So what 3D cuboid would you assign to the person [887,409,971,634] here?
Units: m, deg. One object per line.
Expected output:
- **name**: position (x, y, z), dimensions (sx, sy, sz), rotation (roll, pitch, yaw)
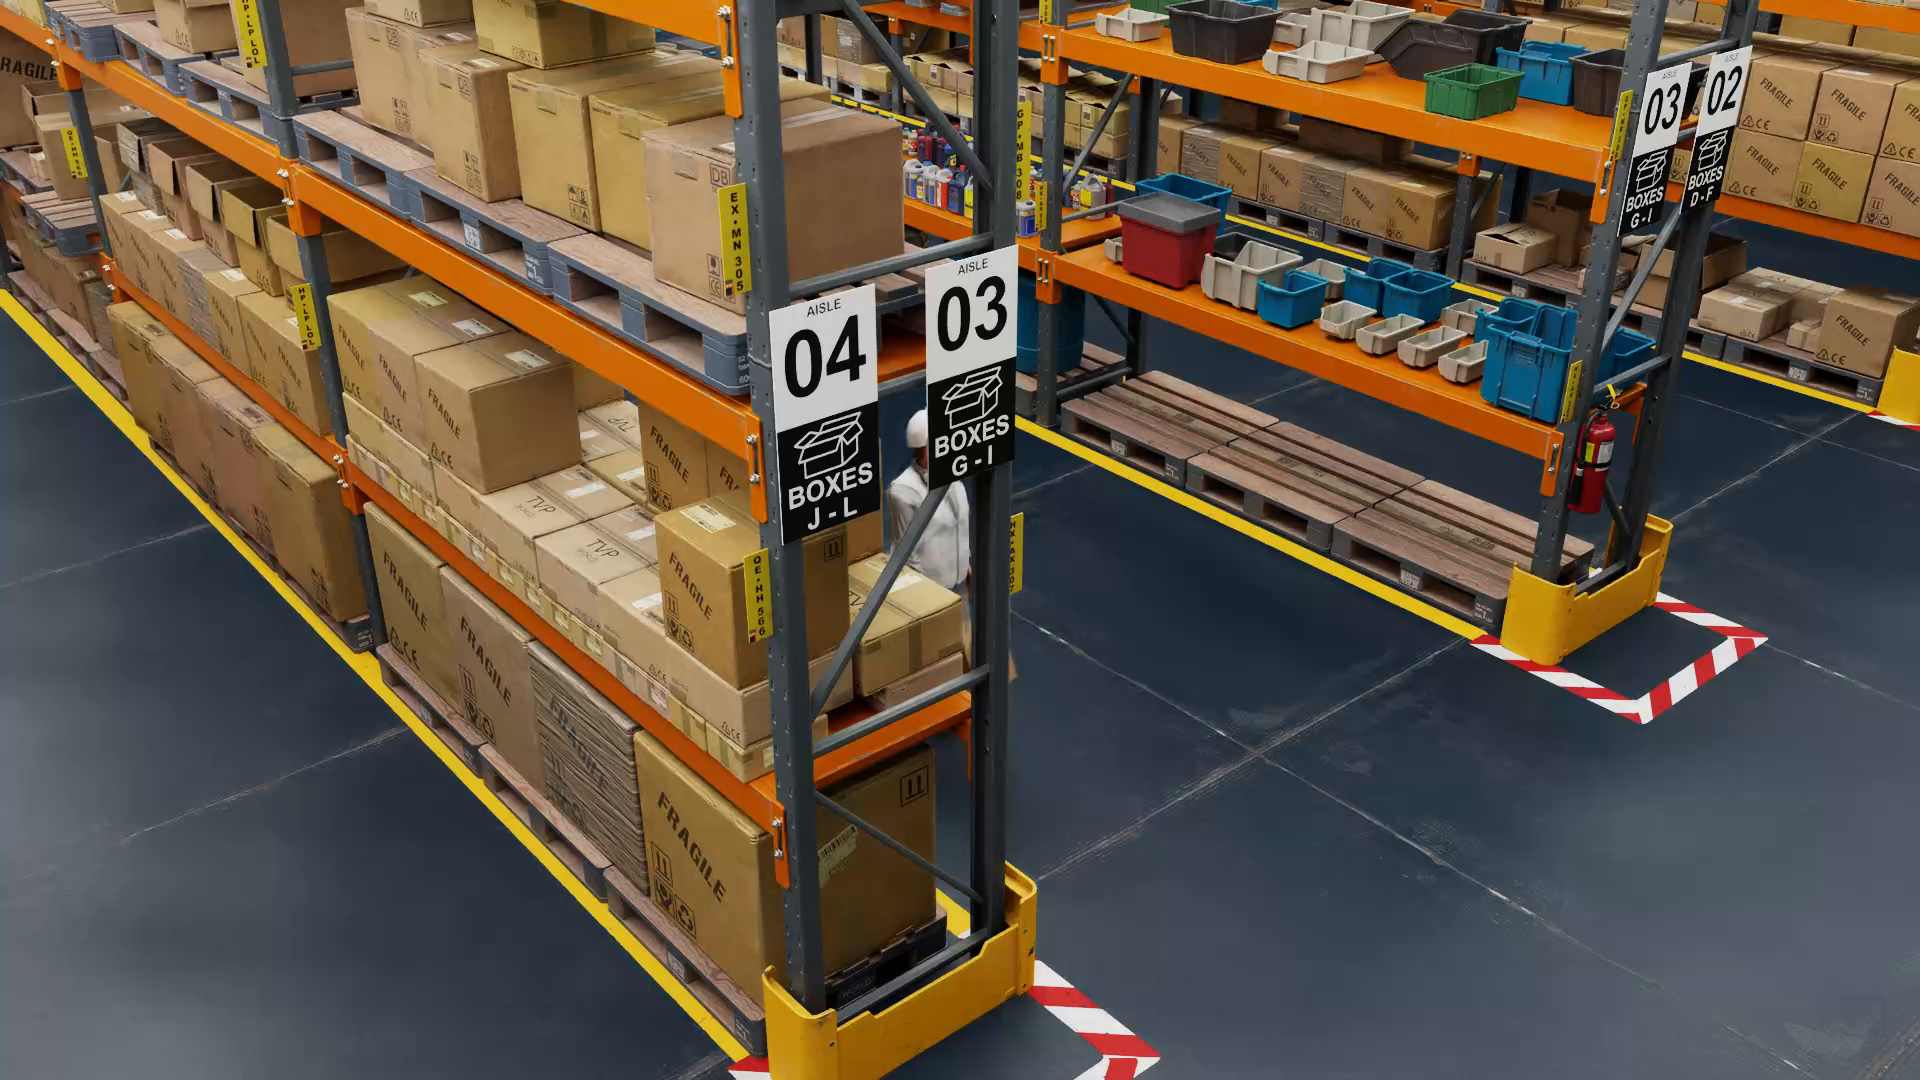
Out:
- **person**: position (-0.122, 0.192, 8.230), dimensions (0.513, 1.773, 0.550), rotation (17, 32, 29)
